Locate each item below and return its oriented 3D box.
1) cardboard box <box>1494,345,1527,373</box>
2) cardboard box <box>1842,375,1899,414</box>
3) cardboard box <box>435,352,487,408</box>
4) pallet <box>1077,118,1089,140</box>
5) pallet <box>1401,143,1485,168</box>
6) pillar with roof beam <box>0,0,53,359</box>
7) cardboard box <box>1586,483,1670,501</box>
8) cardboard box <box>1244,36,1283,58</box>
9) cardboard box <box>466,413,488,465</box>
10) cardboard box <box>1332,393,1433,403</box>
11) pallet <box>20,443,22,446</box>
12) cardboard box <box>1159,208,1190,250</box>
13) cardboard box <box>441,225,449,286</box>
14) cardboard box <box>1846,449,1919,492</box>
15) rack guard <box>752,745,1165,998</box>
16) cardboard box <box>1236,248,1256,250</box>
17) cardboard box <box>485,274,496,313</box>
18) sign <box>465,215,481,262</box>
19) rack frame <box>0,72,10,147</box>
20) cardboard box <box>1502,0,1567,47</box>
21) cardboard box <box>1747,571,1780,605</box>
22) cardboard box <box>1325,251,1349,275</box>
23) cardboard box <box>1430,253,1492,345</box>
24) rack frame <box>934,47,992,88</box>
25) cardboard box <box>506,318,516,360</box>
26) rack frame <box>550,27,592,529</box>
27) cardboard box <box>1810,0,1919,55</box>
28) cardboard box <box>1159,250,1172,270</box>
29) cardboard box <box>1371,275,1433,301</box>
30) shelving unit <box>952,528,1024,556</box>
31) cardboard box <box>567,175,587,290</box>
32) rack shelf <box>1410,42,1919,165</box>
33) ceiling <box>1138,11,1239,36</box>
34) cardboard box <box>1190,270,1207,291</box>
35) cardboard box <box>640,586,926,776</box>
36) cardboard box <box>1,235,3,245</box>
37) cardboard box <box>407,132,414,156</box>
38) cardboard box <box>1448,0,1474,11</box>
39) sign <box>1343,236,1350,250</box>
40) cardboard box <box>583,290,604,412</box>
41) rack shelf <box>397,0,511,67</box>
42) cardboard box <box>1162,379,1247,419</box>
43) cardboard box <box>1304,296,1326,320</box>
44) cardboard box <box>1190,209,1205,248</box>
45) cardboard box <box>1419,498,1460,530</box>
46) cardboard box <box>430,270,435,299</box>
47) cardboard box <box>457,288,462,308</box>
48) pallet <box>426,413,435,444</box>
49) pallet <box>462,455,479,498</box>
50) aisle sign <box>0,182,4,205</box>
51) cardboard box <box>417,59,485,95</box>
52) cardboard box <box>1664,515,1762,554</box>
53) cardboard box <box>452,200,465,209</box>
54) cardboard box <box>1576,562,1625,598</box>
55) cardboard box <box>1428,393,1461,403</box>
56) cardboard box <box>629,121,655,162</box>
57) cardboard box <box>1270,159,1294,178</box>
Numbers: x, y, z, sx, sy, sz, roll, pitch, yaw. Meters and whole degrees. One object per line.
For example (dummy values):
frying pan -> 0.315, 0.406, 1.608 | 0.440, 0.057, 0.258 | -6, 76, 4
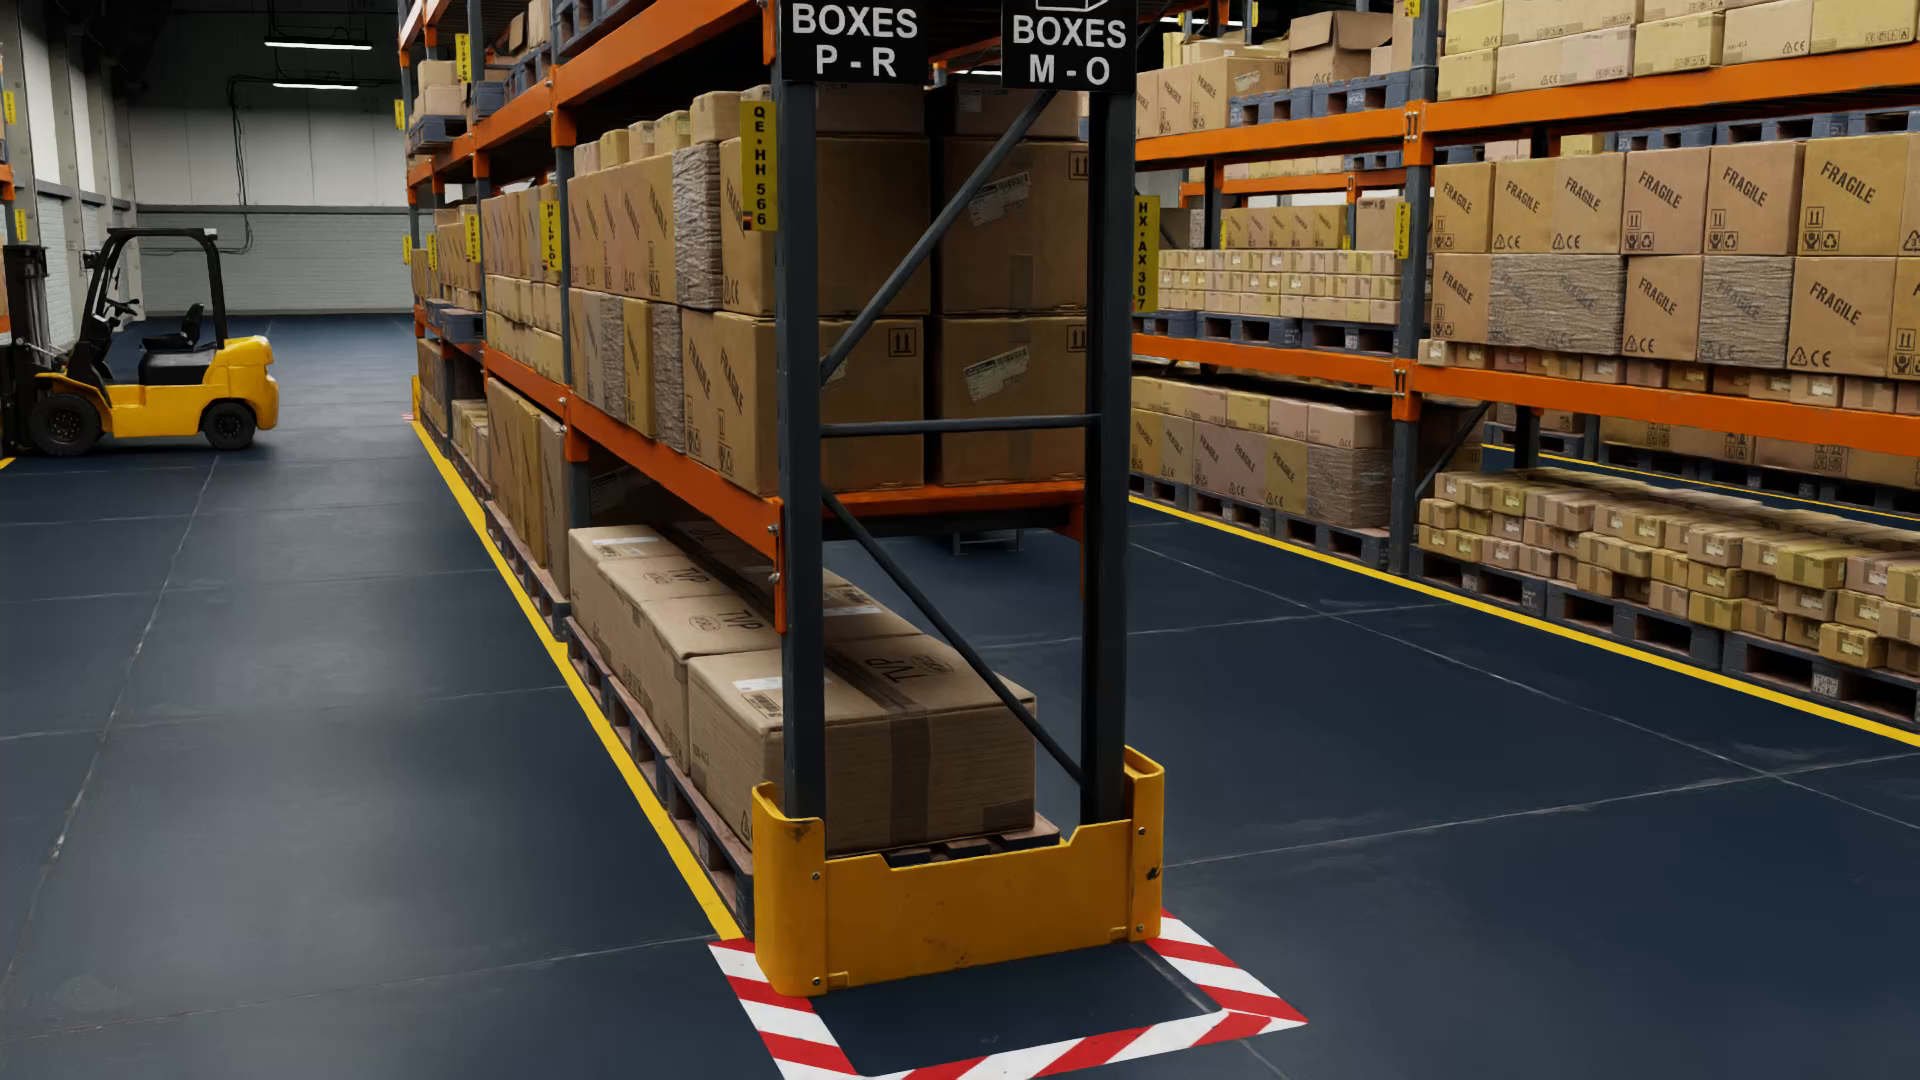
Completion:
cardboard box -> 3.230, -1.023, 9.325 | 0.380, 0.149, 0.250 | -4, 11, -23
cardboard box -> 4.032, -0.633, 7.133 | 0.380, 0.149, 0.250 | -4, 11, -21
cardboard box -> -4.816, -1.569, 16.184 | 0.500, 0.500, 0.500 | -4, 11, -22
pallet -> 1.392, -3.430, 14.113 | 1.213, 0.211, 1.003 | -3, 11, -18
pallet -> 5.388, -4.003, 17.333 | 1.213, 0.211, 1.003 | -4, 11, -21
pillar with roof beam -> -11.350, -7.619, 28.556 | 9.100, 9.000, 0.548 | -4, 11, -21
cardboard box -> 3.744, -0.219, 9.331 | 0.380, 0.149, 0.250 | -4, 11, -19
cardboard box -> 2.263, -3.715, 12.705 | 0.396, 0.266, 0.258 | -4, 11, -21
cardboard box -> -3.642, -0.864, 14.016 | 0.950, 0.372, 0.625 | -4, 11, -19
cardboard box -> 2.907, -0.861, 11.493 | 0.500, 0.250, 0.500 | -4, 11, -19
pallet -> -10.110, -1.109, 17.052 | 1.003, 0.211, 1.213 | -4, 11, -21
cardboard box -> 1.521, -2.560, 14.106 | 0.700, 0.500, 0.500 | -4, 11, -21
cardboard box -> -4.101, -2.411, 14.077 | 0.500, 0.500, 0.500 | -4, 11, -21
cardboard box -> 7.533, -0.854, 12.523 | 1.225, 0.875, 0.875 | -4, 11, -21
rack guard -> 0.005, 0.927, 4.784 | 1.175, 0.500, 0.348 | -4, 11, -21
cardboard box -> 4.043, -3.494, 21.365 | 0.875, 0.500, 0.500 | -4, 11, -21
cardboard box -> -2.949, -1.688, 11.344 | 0.500, 0.250, 0.500 | -4, 11, -21
sign -> -3.405, -2.109, 11.631 | 0.100, 0.325, 0.005 | -4, 11, -21
rack frame -> -10.426, -5.558, 16.969 | 1.000, 3.000, 0.127 | -4, 11, -21
cardboard box -> 3.251, -2.765, 8.837 | 0.500, 0.250, 0.500 | -4, 11, -21
cardboard box -> 3.925, 0.209, 7.775 | 0.380, 0.149, 0.250 | -4, 11, -22
cardboard box -> 2.607, -1.807, 10.832 | 0.380, 0.149, 0.250 | -4, 11, -23
cardboard box -> 3.069, -1.390, 9.537 | 0.500, 0.500, 0.500 | -4, 11, -22
rack frame -> 0.225, -5.551, 16.932 | 1.000, 3.000, 0.127 | -4, 11, -21
cardboard box -> -2.572, -1.276, 10.454 | 0.500, 0.250, 0.500 | -4, 11, -19
rack frame -> -1.453, -0.961, 8.258 | 1.000, 3.000, 0.127 | -4, 11, -21
cardboard box -> 3.971, -2.182, 6.985 | 0.500, 0.250, 0.500 | -4, 11, -21
cardboard box -> 1.761, -2.189, 12.981 | 0.380, 0.149, 0.250 | -4, 11, -22
cardboard box -> 2.796, -1.574, 10.370 | 0.380, 0.149, 0.250 | -4, 11, -19
shelving unit -> 0.002, -0.553, 11.315 | 0.538, 1.125, 1.048 | -4, 11, -21
cardboard box -> -1.506, -1.409, 7.638 | 0.500, 0.500, 0.500 | -4, 11, -21
rack shelf -> 3.849, -2.088, 8.081 | 1.077, 0.370, 4.000 | -4, 11, -21
ceiling -> 6.373, -16.636, 53.556 | 6.000, 0.001, 6.000 | -4, 11, -21
cardboard box -> 1.954, -1.954, 12.508 | 0.380, 0.149, 0.250 | -4, 11, -21
cardboard box -> -0.675, 0.496, 6.181 | 0.875, 0.438, 0.875 | -4, 11, -19
cardboard box -> -9.982, -3.036, 16.934 | 0.380, 0.149, 0.250 | -4, 11, -21
cardboard box -> -5.694, -4.287, 17.972 | 0.500, 0.250, 0.500 | -4, 11, -22
cardboard box -> 3.004, -3.074, 9.435 | 0.380, 0.149, 0.250 | -4, 11, -22
sign -> 4.382, -3.286, 18.858 | 0.100, 0.325, 0.005 | -4, 11, -21
cardboard box -> -1.348, -0.835, 7.262 | 0.500, 0.500, 0.500 | -4, 11, -21
rack shelf -> -5.076, -5.191, 16.972 | 1.077, 0.370, 4.000 | -4, 11, -21
cardboard box -> 1.883, -1.079, 12.719 | 0.500, 0.250, 0.500 | -4, 11, -22
cardboard box -> 2.522, -1.551, 11.093 | 0.380, 0.149, 0.250 | -4, 11, -24
cardboard box -> 3.381, -4.130, 22.081 | 0.500, 0.500, 0.500 | -4, 11, -21
cardboard box -> 2.957, -0.162, 9.856 | 0.380, 0.149, 0.250 | -3, 11, -18
cardboard box -> -4.937, -2.603, 16.353 | 0.500, 0.500, 0.500 | -4, 11, -19
cardboard box -> -3.735, -1.899, 13.047 | 0.380, 0.149, 0.250 | -4, 11, -20
pallet -> -5.074, -1.201, 17.568 | 1.003, 0.211, 1.213 | -4, 11, -21
pallet -> -3.622, -0.567, 14.008 | 1.003, 0.211, 1.213 | -4, 11, -21
aisle sign -> -10.176, -3.913, 17.432 | 0.394, 0.787, 0.004 | -4, 11, -21
cardboard box -> -4.324, -3.921, 14.136 | 0.500, 0.250, 0.500 | -4, 11, -22
cardboard box -> 3.720, -0.021, 8.214 | 0.380, 0.149, 0.250 | -4, 11, -23
cardboard box -> -4.904, -3.288, 17.350 | 0.700, 0.500, 0.500 | -4, 11, -21
cardboard box -> 3.465, 0.194, 8.704 | 0.380, 0.149, 0.250 | -4, 11, -22
cardboard box -> 5.446, -1.610, 17.786 | 0.700, 0.500, 0.500 | -5, 11, -26
cardboard box -> -1.046, -1.504, 6.318 | 0.380, 0.149, 0.250 | -4, 11, -21
cardboard box -> 4.107, -4.525, 20.159 | 0.500, 0.250, 0.500 | -4, 11, -21
